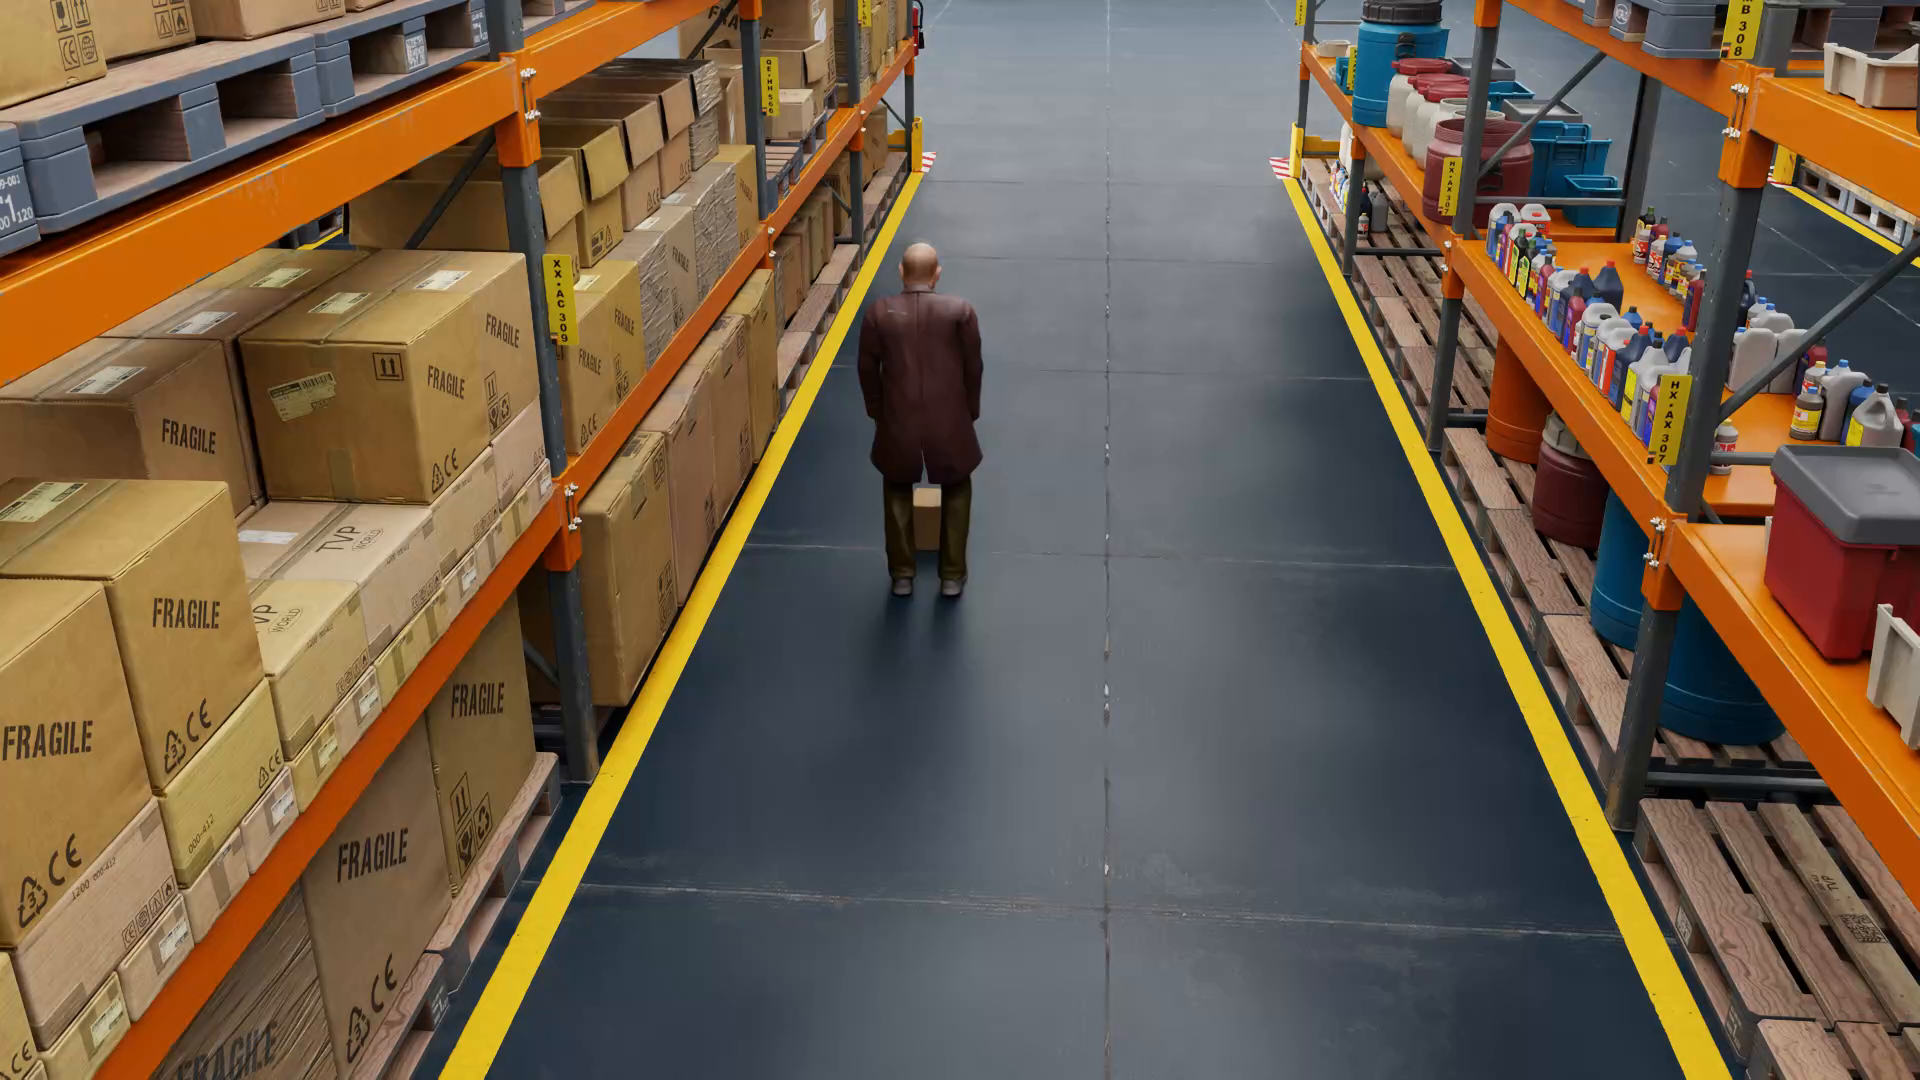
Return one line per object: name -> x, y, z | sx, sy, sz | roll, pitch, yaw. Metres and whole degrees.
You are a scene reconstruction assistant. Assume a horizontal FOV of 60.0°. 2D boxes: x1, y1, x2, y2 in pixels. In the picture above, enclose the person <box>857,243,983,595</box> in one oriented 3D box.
person -> -0.189, -0.555, 7.971 | 0.599, 1.697, 0.459 | 2, 24, 5
